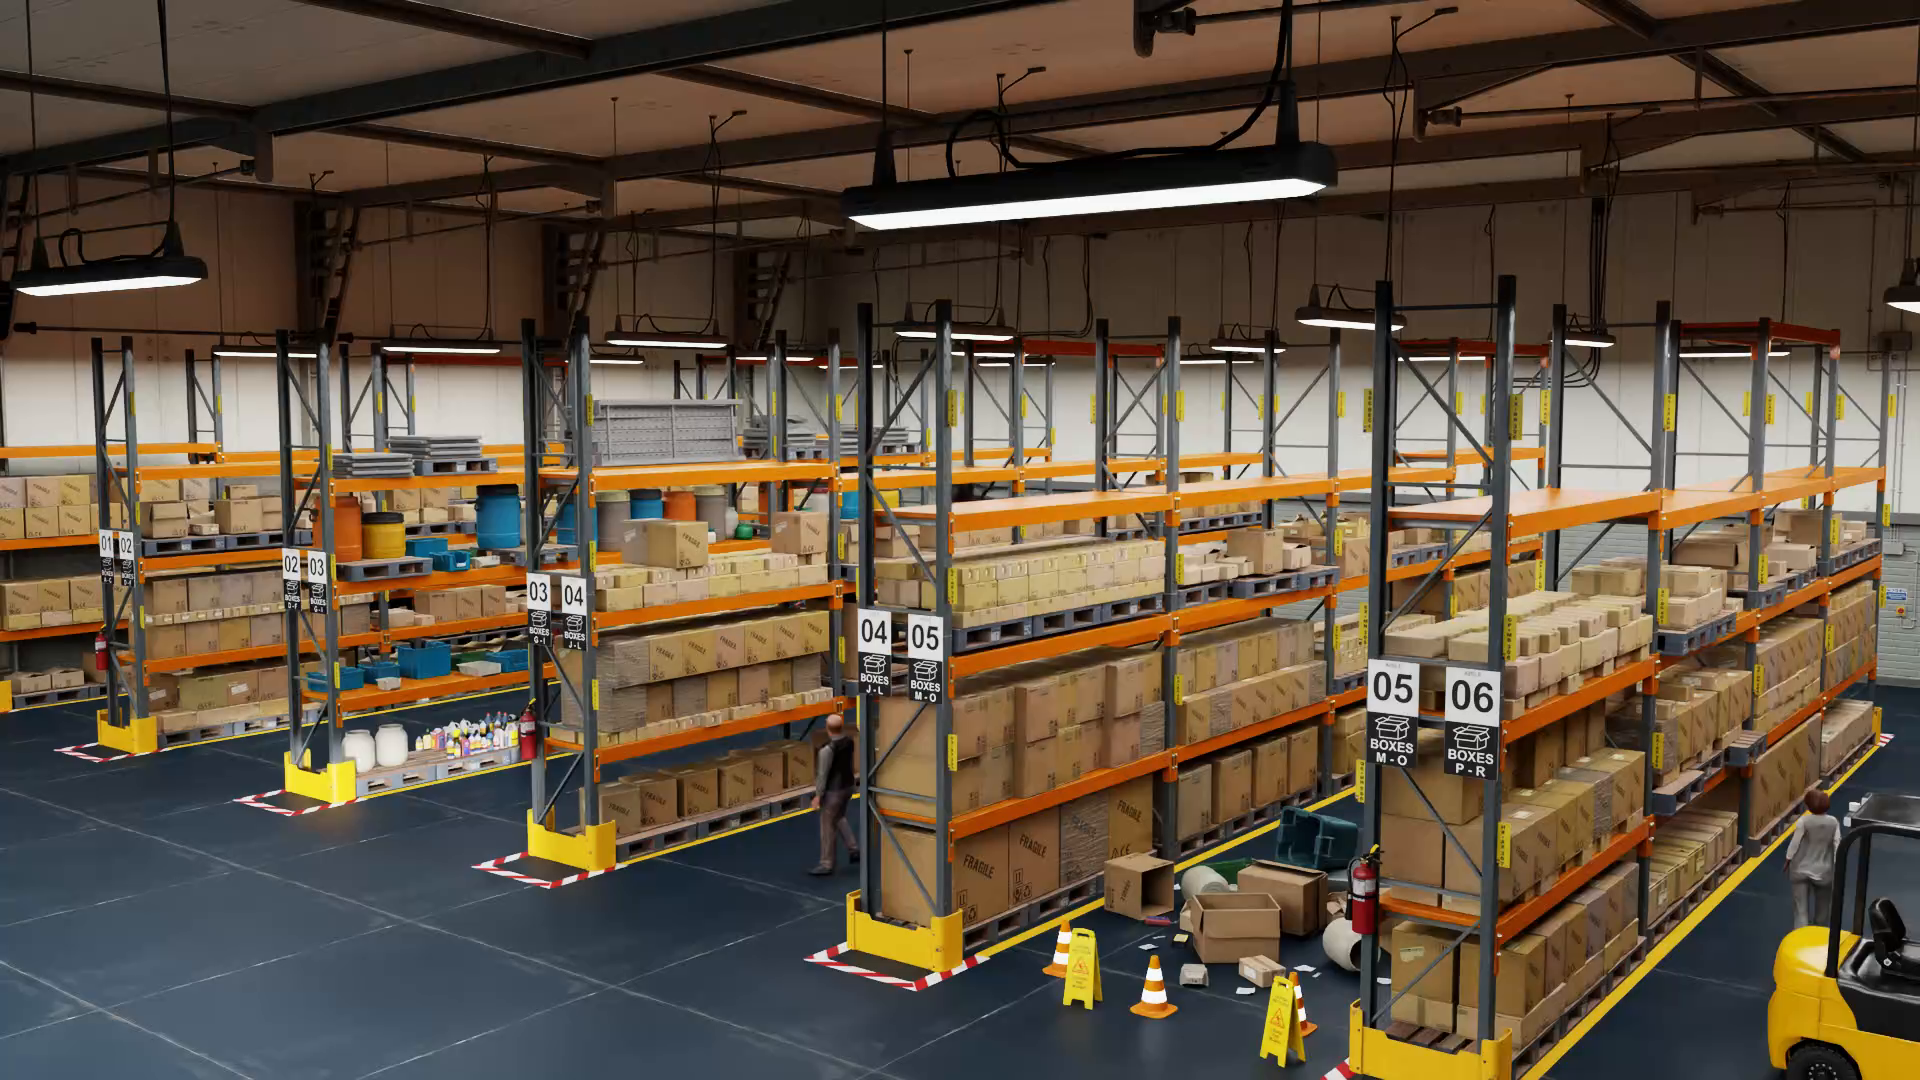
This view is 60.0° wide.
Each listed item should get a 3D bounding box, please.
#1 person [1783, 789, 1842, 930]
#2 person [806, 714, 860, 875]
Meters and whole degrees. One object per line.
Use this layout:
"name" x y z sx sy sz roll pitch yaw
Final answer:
"person" 7.811 3.036 15.229 0.503 1.557 0.894 3 6 30
"person" -1.354 2.732 18.020 0.479 1.723 0.626 2 6 25
